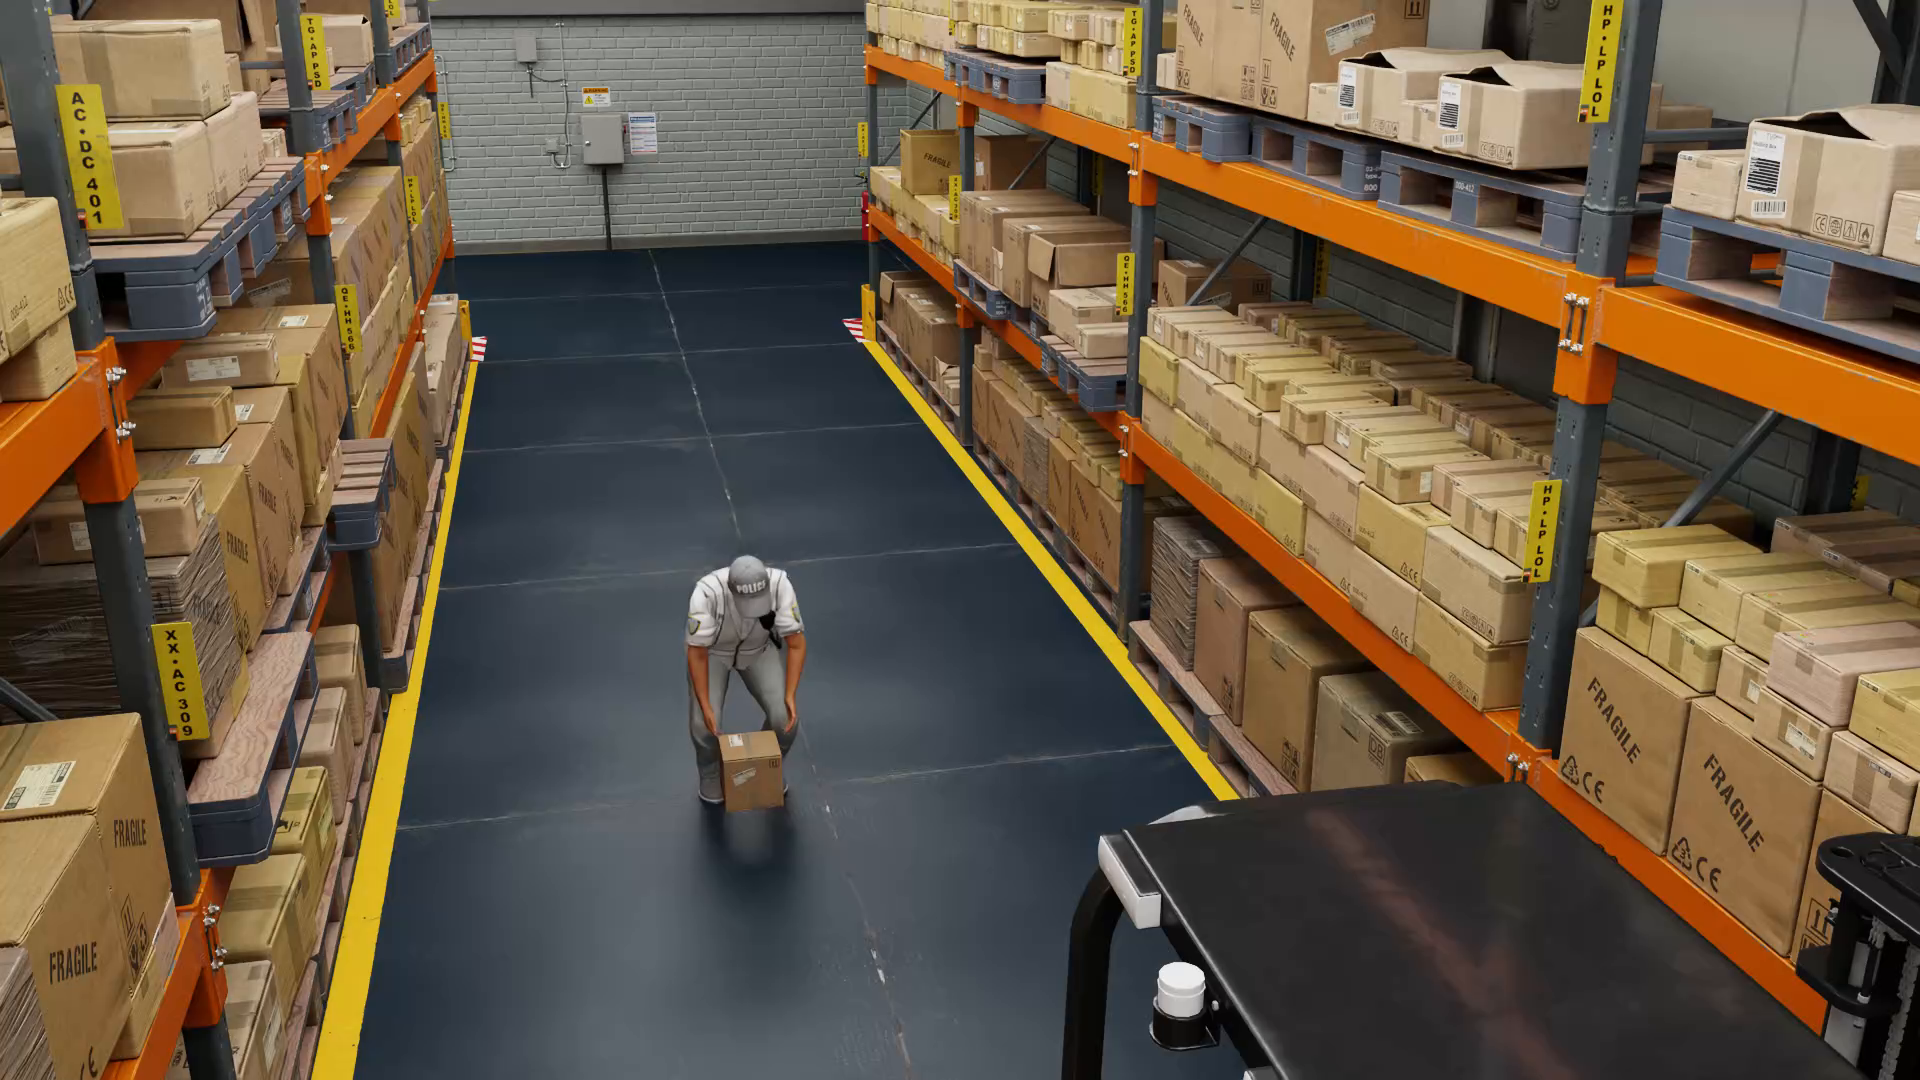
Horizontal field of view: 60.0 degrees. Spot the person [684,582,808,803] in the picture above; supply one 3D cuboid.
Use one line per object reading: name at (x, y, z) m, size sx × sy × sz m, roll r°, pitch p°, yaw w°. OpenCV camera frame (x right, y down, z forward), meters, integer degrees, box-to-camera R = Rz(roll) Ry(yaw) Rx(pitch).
person at (-0.976, 0.640, 7.545) m, size 0.539 × 1.158 × 0.817 m, roll -5°, pitch 20°, yaw -12°
